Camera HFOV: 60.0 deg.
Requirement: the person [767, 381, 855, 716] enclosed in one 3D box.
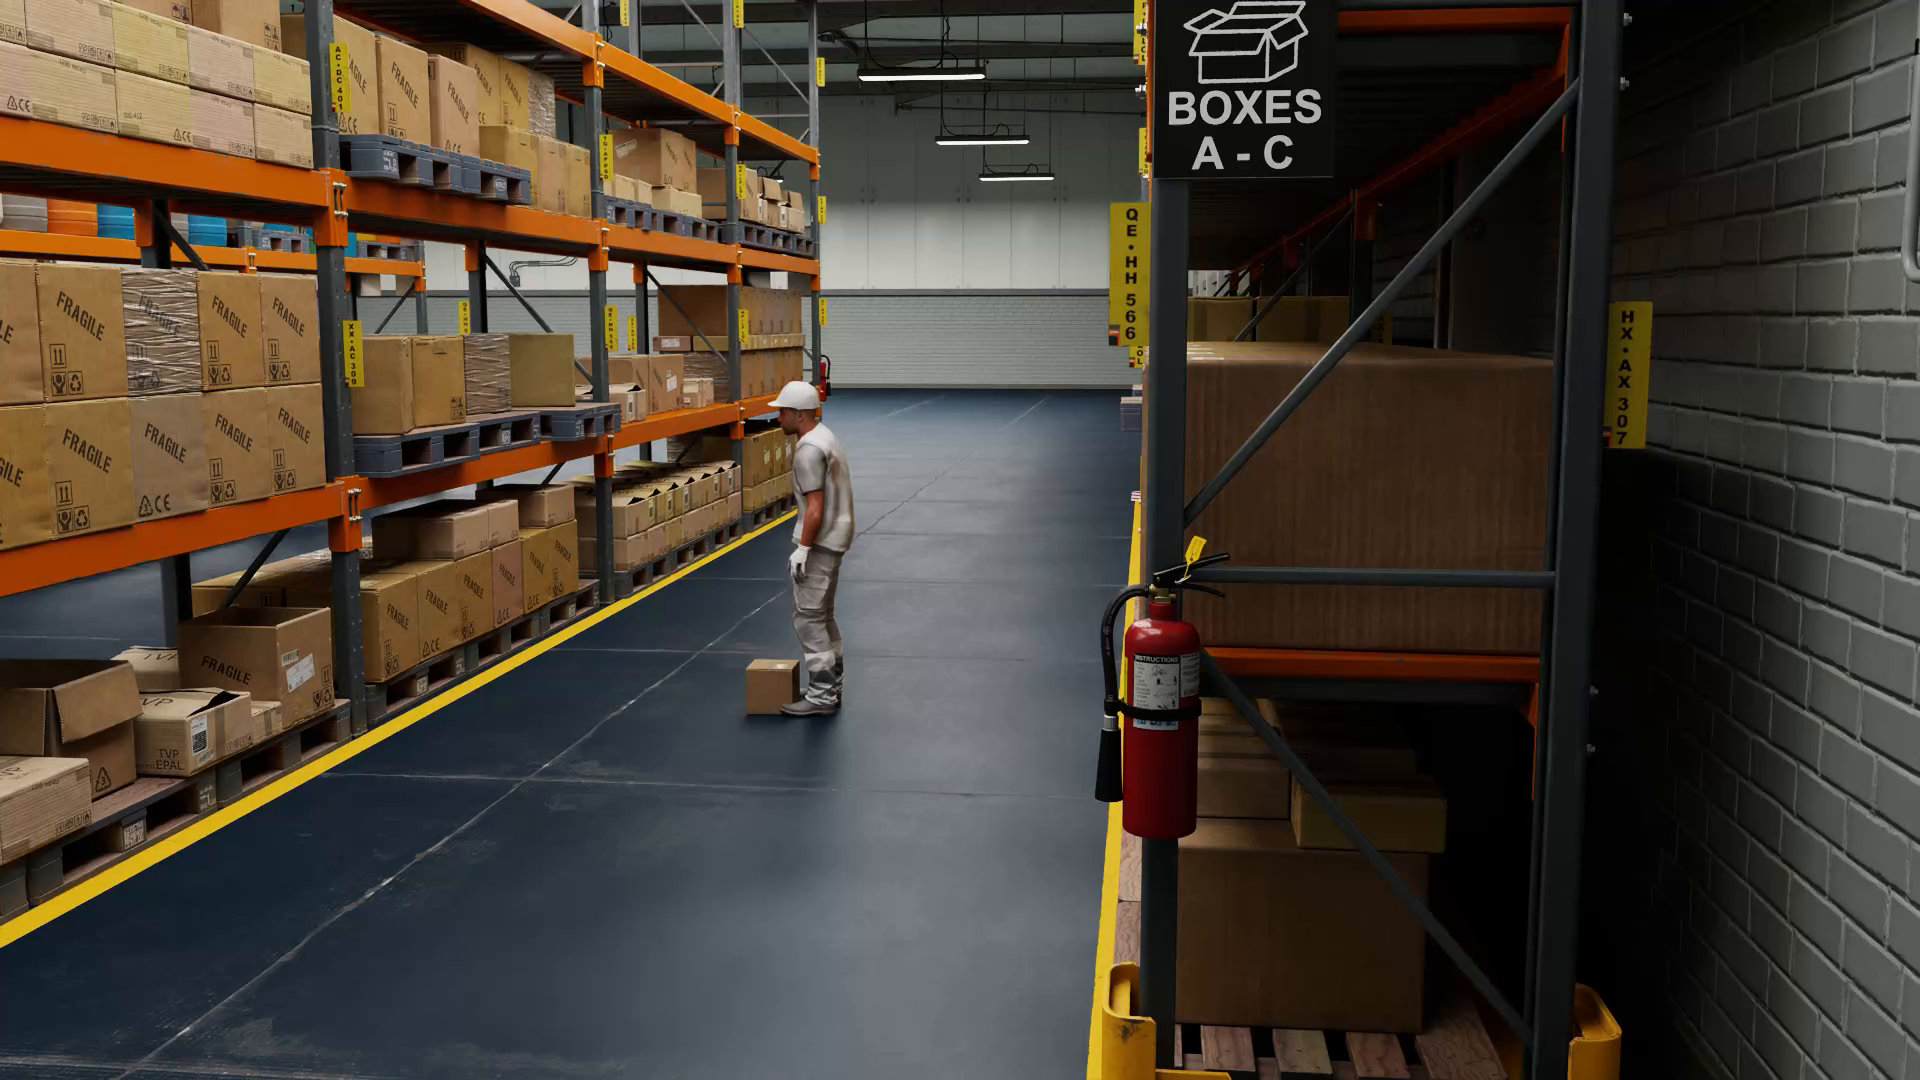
[{"bbox_3d":[-0.792,0.043,8.905,0.453,1.779,0.621,1,8,5],"label":"person"}]
